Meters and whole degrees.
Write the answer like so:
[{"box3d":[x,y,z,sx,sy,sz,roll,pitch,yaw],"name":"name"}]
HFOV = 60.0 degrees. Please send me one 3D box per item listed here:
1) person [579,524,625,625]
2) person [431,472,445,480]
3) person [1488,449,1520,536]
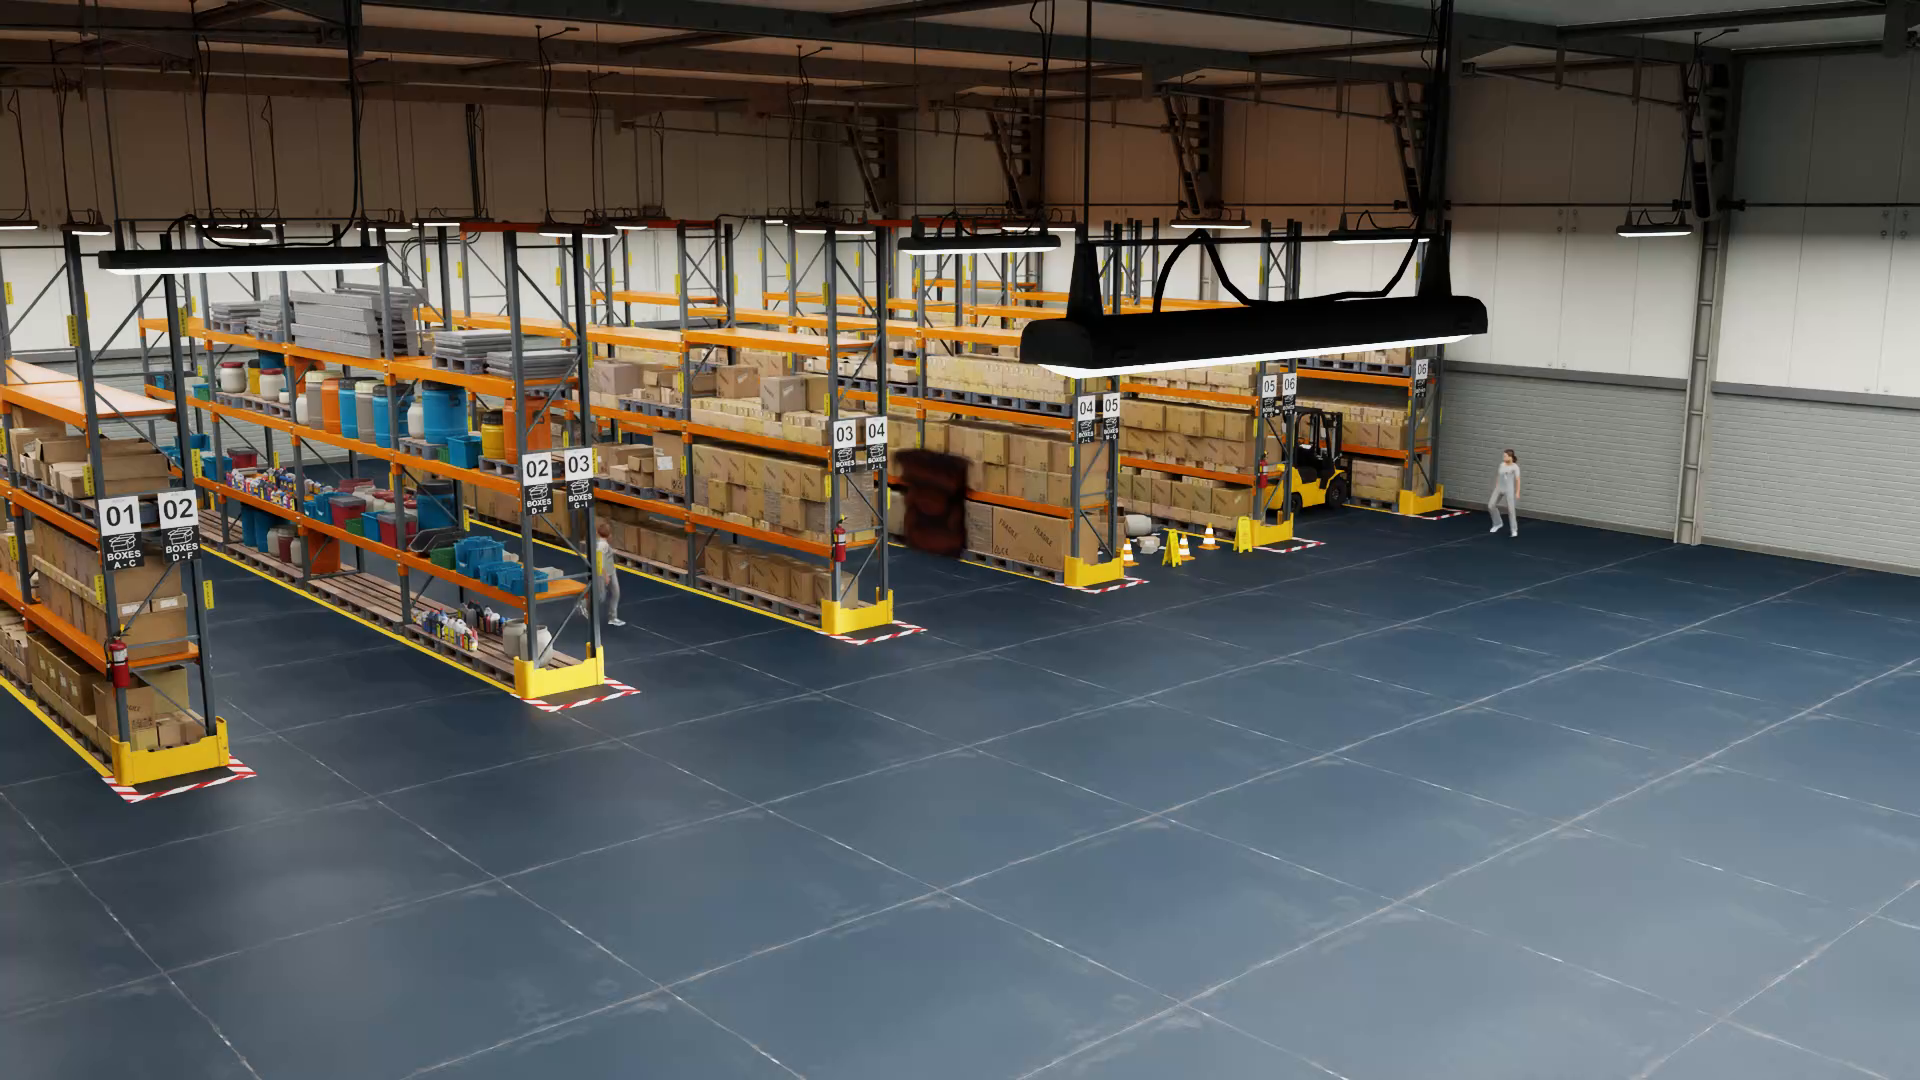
[{"box3d":[-5.462,0.524,25.295,0.727,1.543,0.404,6,13,28],"name":"person"},{"box3d":[-9.368,-0.482,30.051,0.423,1.678,0.514,-8,14,-33],"name":"person"},{"box3d":[10.575,-0.933,32.192,0.594,1.678,0.381,9,14,37],"name":"person"}]
